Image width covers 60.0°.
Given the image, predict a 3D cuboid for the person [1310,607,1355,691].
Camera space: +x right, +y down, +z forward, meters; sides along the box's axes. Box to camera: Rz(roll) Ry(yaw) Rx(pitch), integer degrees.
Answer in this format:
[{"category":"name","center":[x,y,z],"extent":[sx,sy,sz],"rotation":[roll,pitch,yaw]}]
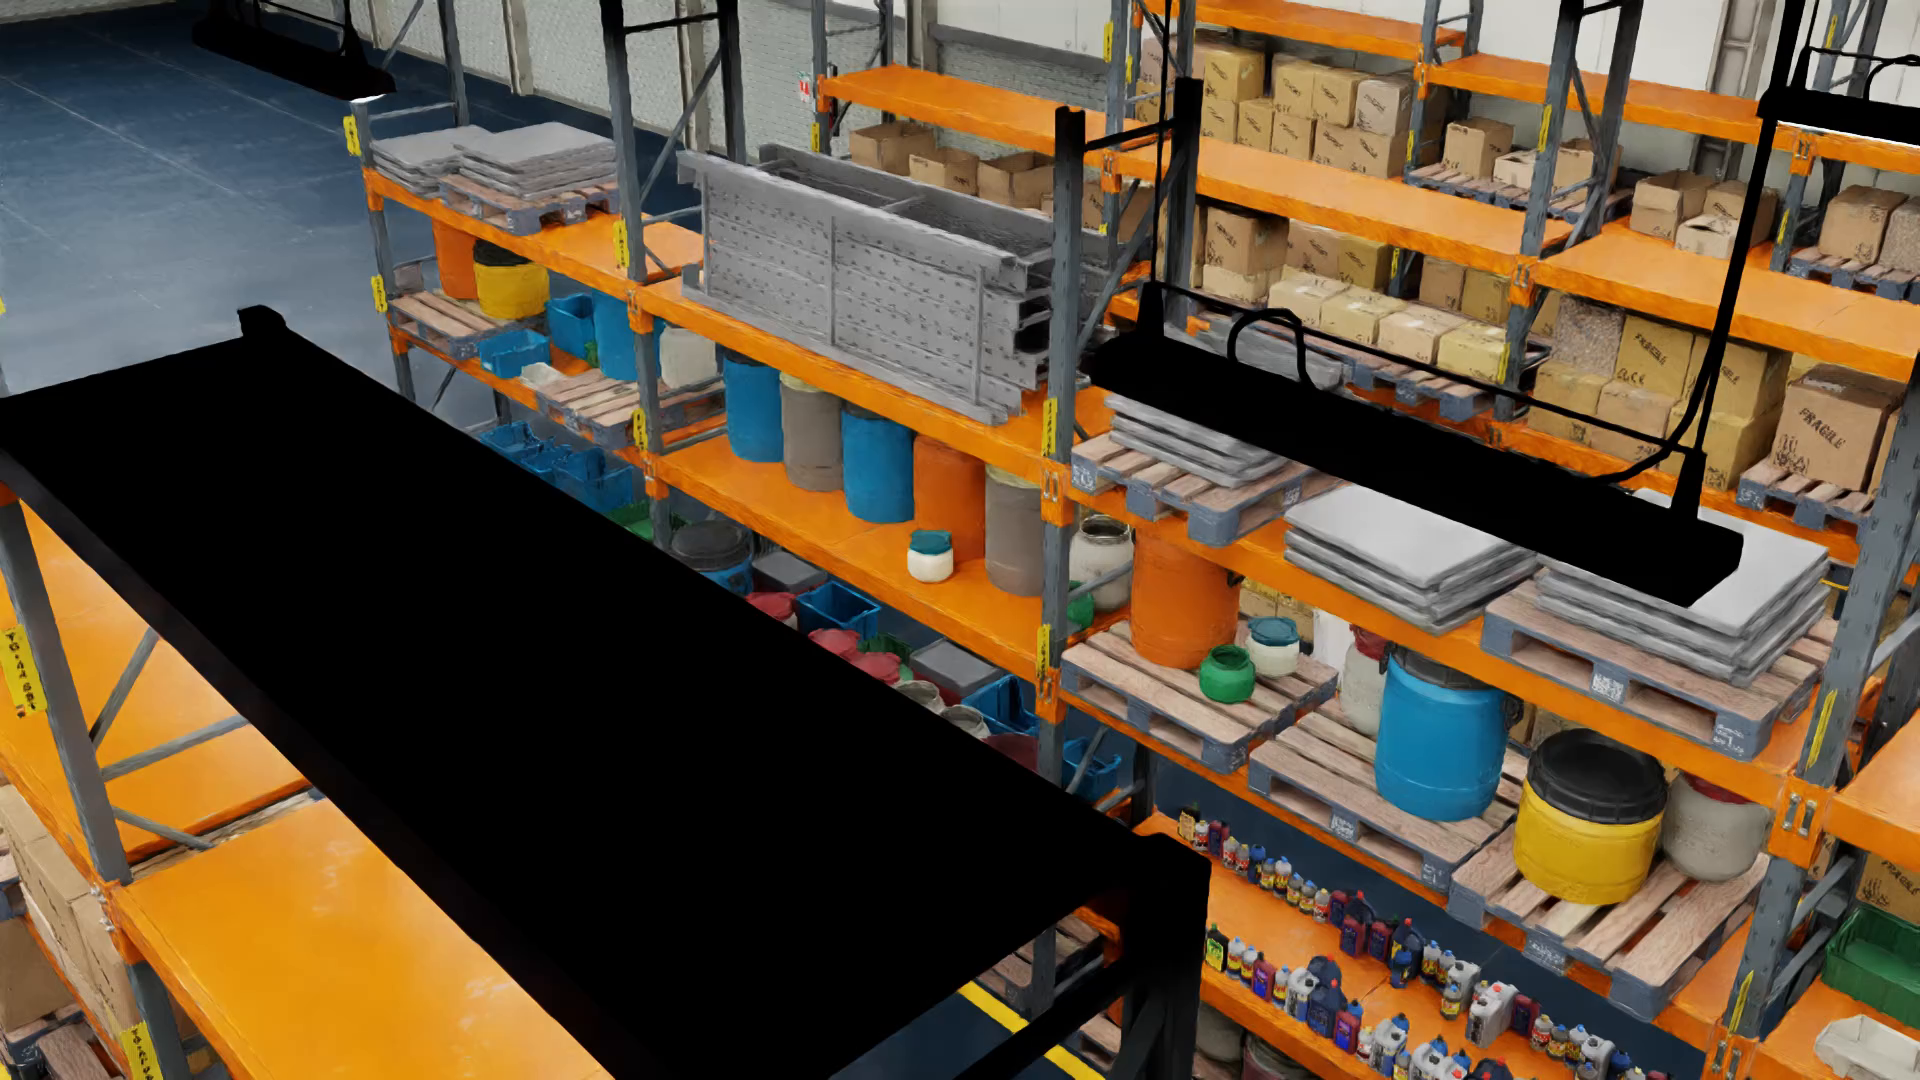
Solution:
[{"category":"person","center":[2.963,0.928,13.288],"extent":[0.598,1.693,1.193],"rotation":[-23,36,-36]}]
